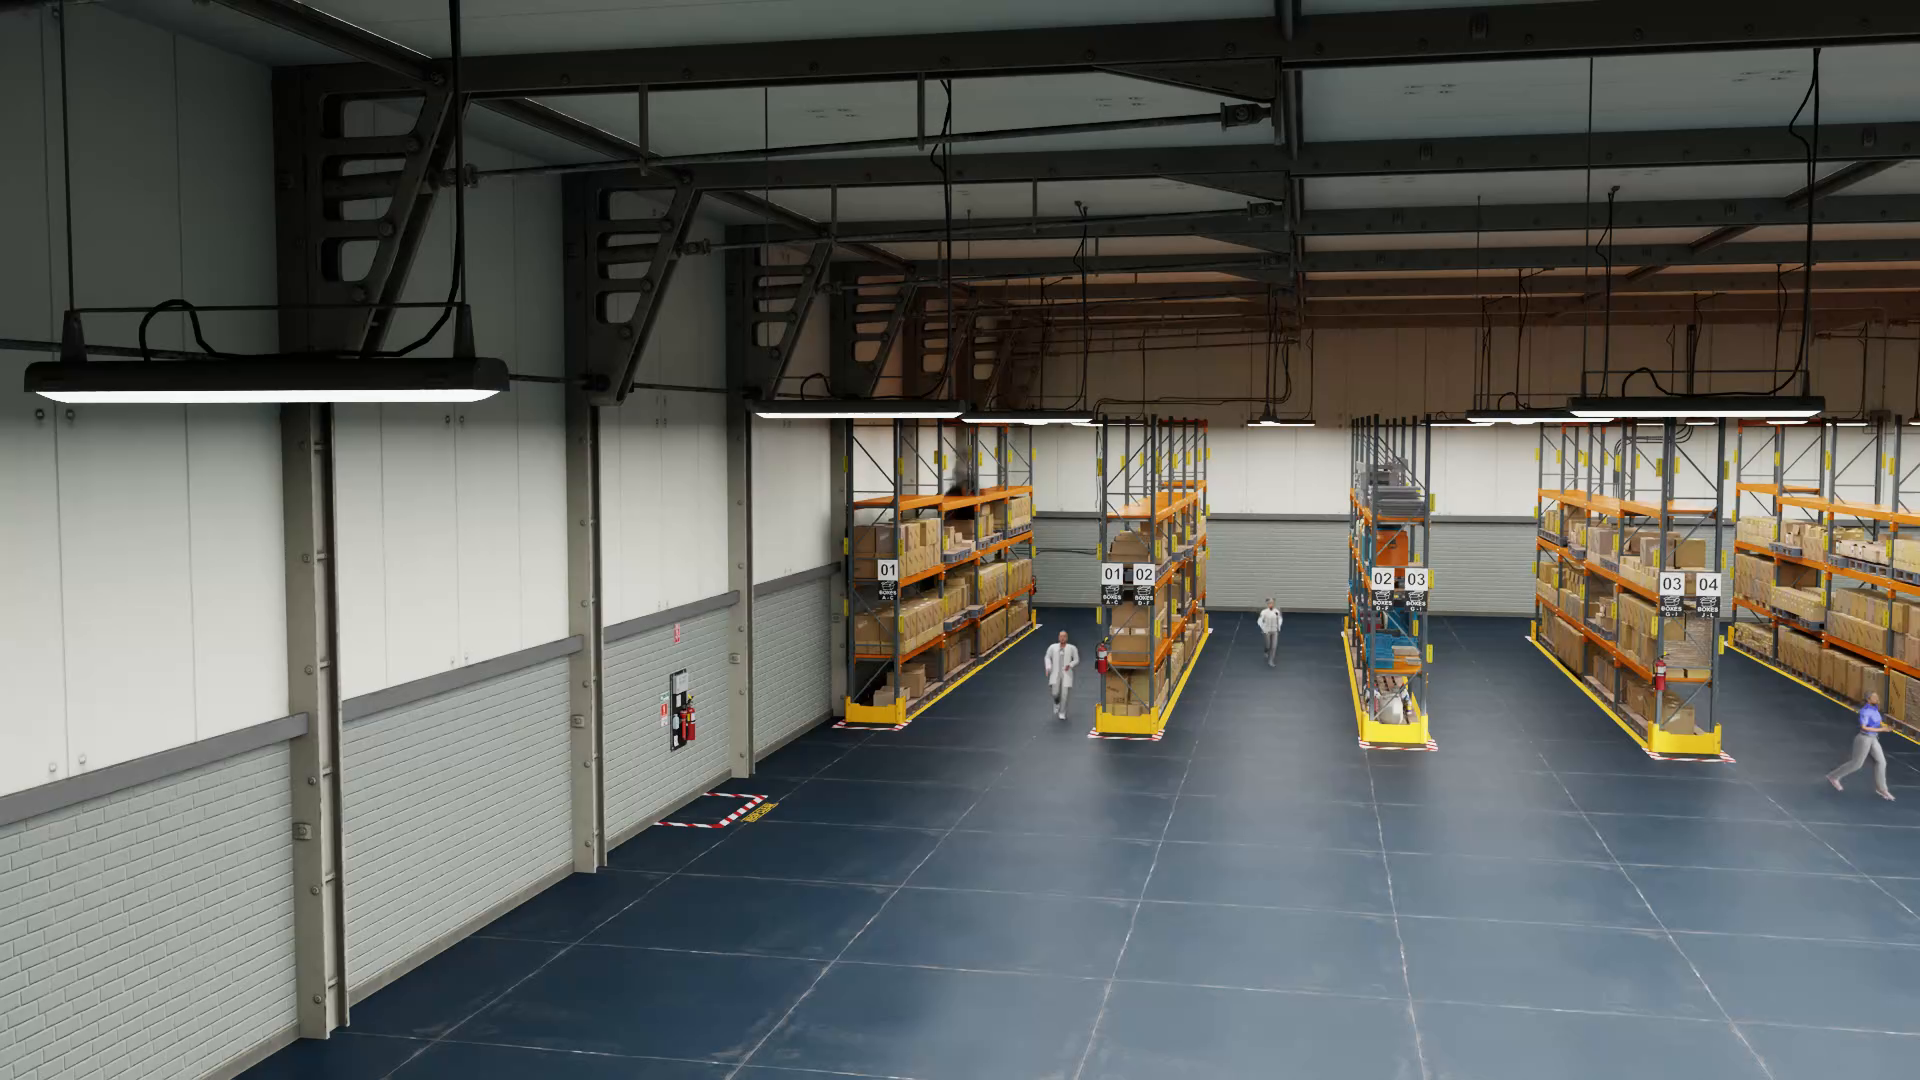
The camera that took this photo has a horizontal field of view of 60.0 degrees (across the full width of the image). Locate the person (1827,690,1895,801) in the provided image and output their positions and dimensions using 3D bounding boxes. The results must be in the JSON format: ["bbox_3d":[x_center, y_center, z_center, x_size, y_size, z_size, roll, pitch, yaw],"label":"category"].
[{"bbox_3d":[14.095,3.176,25.944,0.587,1.672,0.934,-3,5,-39],"label":"person"}]

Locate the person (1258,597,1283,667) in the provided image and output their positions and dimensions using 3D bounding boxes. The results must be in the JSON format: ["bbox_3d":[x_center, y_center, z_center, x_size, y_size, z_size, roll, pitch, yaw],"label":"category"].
[{"bbox_3d":[7.535,2.217,40.315,0.617,1.671,0.696,0,4,-1],"label":"person"}]

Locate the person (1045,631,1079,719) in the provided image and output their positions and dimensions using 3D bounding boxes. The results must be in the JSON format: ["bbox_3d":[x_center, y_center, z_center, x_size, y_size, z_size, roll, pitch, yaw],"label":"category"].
[{"bbox_3d":[2.001,2.670,32.823,0.698,1.721,0.602,1,4,9],"label":"person"}]
